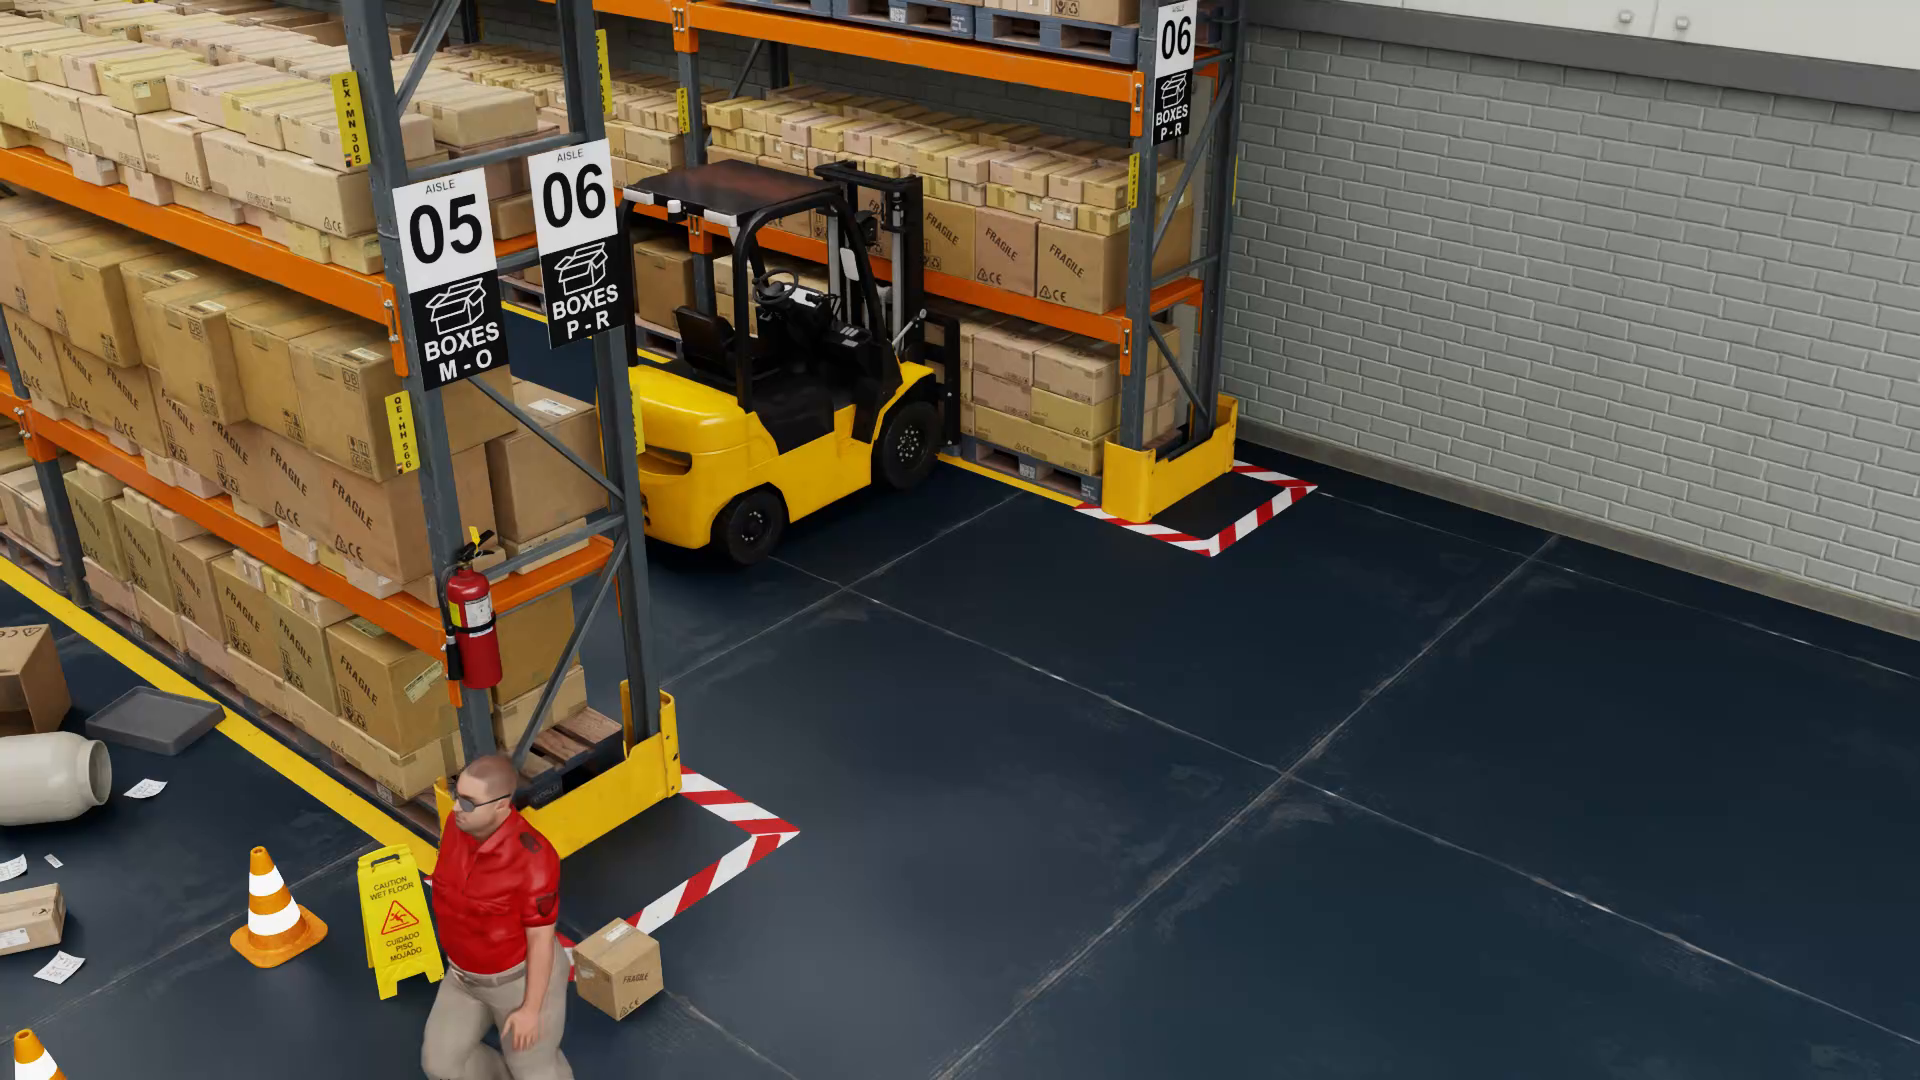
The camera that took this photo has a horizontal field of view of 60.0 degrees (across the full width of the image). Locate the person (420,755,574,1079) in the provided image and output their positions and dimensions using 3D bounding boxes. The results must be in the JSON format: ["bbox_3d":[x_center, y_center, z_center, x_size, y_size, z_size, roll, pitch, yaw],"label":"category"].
[{"bbox_3d":[-1.585,1.519,5.676,0.528,1.753,0.447,16,31,29],"label":"person"}]
